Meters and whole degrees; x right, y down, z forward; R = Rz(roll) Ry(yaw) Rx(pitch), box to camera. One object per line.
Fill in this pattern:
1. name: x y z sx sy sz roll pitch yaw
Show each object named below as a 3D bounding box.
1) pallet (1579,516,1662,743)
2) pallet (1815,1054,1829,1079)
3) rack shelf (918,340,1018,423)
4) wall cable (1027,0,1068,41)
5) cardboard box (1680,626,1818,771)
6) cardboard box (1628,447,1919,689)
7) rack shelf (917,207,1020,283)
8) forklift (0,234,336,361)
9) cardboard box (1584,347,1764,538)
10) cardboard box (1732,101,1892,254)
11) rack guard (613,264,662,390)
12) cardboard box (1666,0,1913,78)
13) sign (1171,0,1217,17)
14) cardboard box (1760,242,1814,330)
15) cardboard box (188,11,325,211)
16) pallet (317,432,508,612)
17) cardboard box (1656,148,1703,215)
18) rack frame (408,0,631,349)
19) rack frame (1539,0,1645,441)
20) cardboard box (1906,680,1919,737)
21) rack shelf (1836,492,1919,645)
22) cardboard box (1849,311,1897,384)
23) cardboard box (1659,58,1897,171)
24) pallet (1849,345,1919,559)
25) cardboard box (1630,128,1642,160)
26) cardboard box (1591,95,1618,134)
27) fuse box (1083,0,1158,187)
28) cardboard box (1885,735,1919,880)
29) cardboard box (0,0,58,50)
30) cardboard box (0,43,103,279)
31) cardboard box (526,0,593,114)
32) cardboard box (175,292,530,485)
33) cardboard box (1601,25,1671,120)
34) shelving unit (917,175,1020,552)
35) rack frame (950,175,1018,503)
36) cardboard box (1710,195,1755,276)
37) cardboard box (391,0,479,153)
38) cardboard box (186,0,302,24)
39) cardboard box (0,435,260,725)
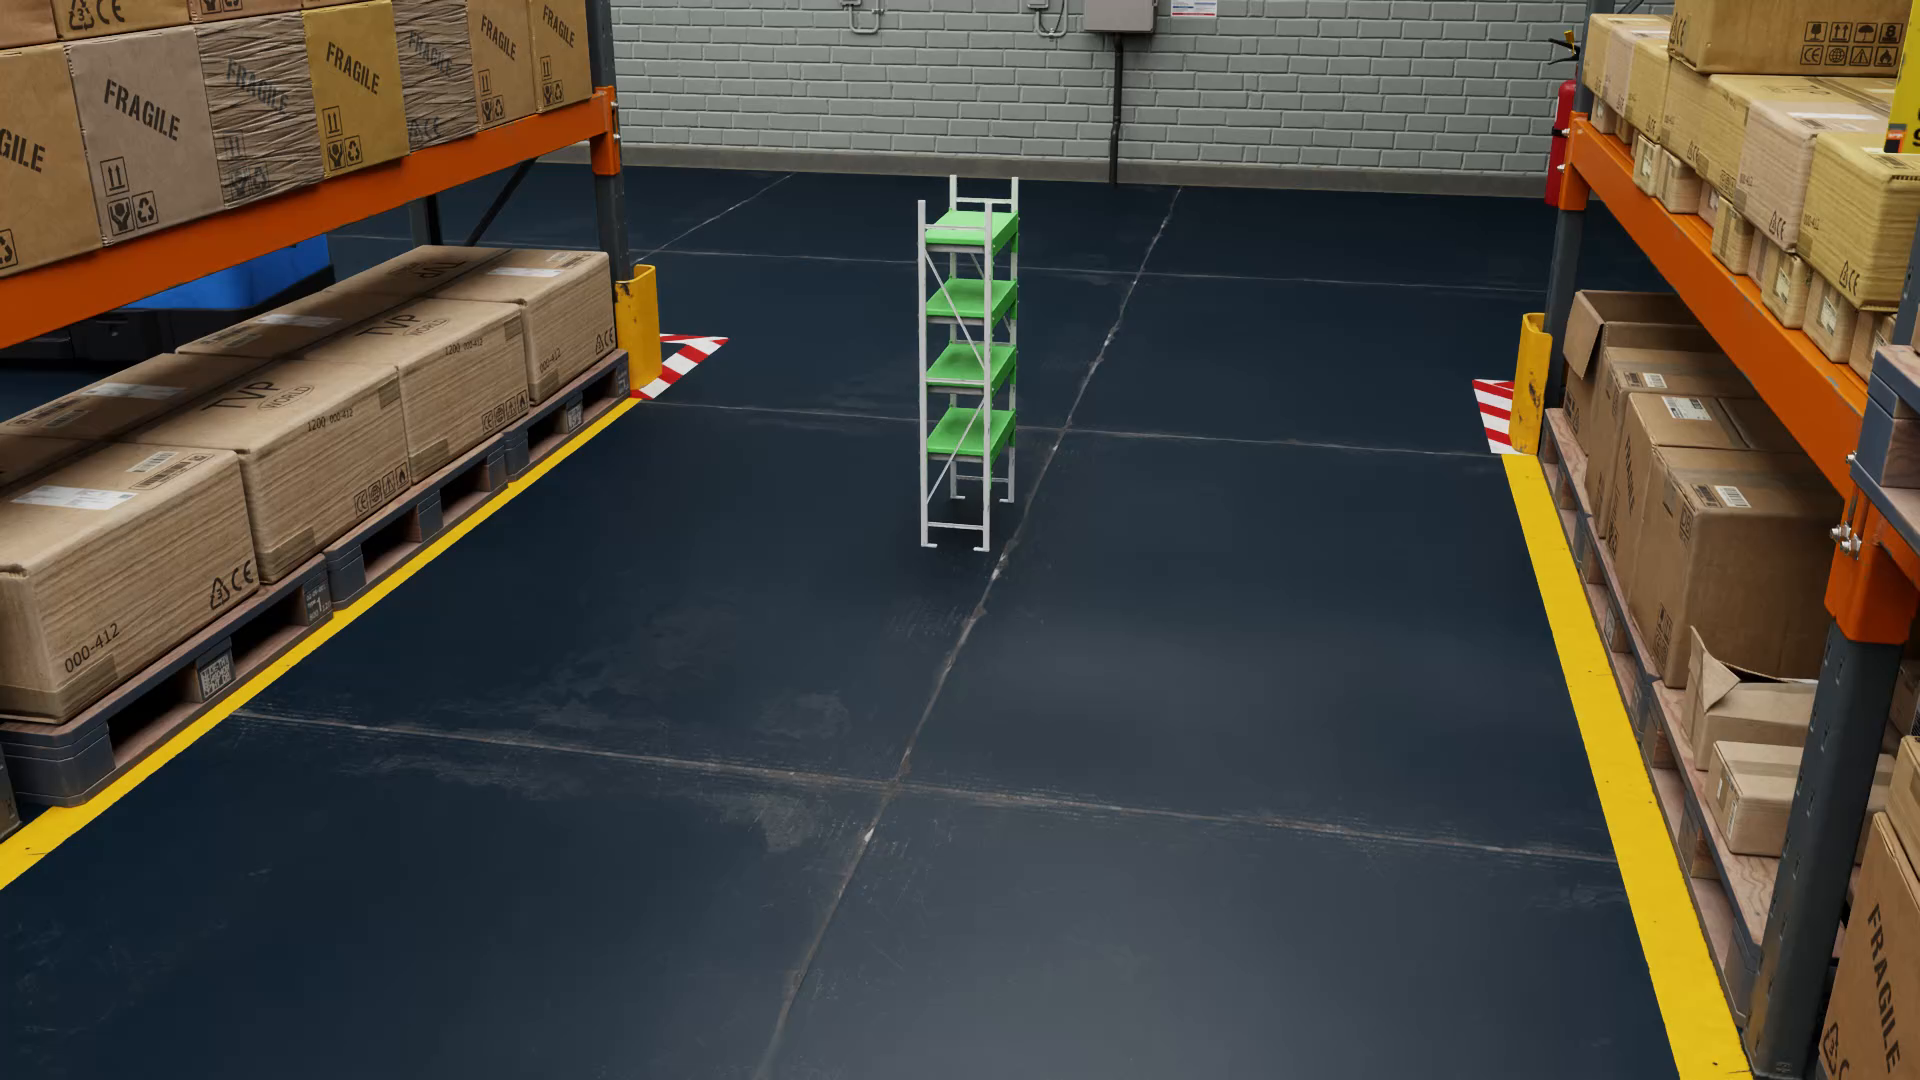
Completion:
1. pallet: 2.437 0.272 4.896 1.003 0.211 1.213 4 22 11
2. pallet: 1.920 1.271 2.415 1.003 0.211 1.213 4 22 11
3. rack shelf: 0.034 -0.558 5.804 0.258 0.148 0.480 4 22 11
4. wall cable: 0.524 -4.594 11.885 0.588 1.984 0.122 4 22 11
5. cardboard box: 1.948 0.394 3.958 0.396 0.266 0.258 5 23 13
6. cardboard box: 2.223 0.085 4.412 0.700 0.500 0.500 4 22 9
7. rack shelf: 0.034 -1.003 5.624 0.258 0.148 0.480 4 22 11
8. forklift: -4.755 -2.352 7.771 3.031 2.935 1.130 1 22 3
9. cardboard box: 2.435 -0.295 5.354 0.700 0.500 0.500 5 23 13
10. cardboard box: 2.002 -0.780 3.579 0.500 0.250 0.500 5 22 11
11. rack guard: -1.990 -1.012 7.697 1.175 0.500 0.348 4 22 11
12. cardboard box: 2.203 -1.508 4.381 0.500 0.500 0.500 5 22 12
13. sign: 1.685 -4.007 11.915 0.329 0.494 0.001 4 22 11
14. cardboard box: 1.928 -0.536 3.505 0.380 0.149 0.250 5 22 12
15. cardboard box: -2.245 -1.263 4.841 0.500 0.500 0.500 5 22 11
16. pallet: -2.333 -0.126 5.884 1.003 0.211 1.213 4 22 11
17. cardboard box: 2.184 -1.005 4.669 0.380 0.149 0.250 5 22 12
18. rack frame: -1.995 -2.163 7.208 1.000 3.000 0.127 4 22 11
19. rack frame: 2.865 -1.786 6.272 1.000 3.000 0.127 4 22 11
20. cardboard box: 2.415 0.506 3.619 0.500 0.311 0.500 5 23 13
21. rack shelf: 1.641 0.742 0.958 1.077 0.370 4.000 4 22 11
22. cardboard box: 1.867 -0.342 3.024 0.380 0.149 0.250 5 22 12
23. cardboard box: 2.222 -1.150 4.496 0.500 0.250 0.500 4 22 10
24. pallet: 1.779 0.050 1.971 1.003 0.211 1.213 4 22 11
25. cardboard box: 2.392 -1.287 5.370 0.380 0.149 0.250 5 23 13
26. cardboard box: 2.529 -1.570 6.073 0.380 0.149 0.250 4 22 11
27. fuse box: 1.160 -3.416 12.044 0.539 1.711 0.414 4 22 11
28. cardboard box: 1.715 0.452 2.632 0.380 0.149 0.250 6 23 13
29. cardboard box: -2.477 -1.366 3.757 0.500 0.500 0.500 5 22 11
30. cardboard box: -2.459 -0.898 3.934 0.500 0.500 0.500 5 23 13
31. cardboard box: -1.834 -2.012 6.702 0.500 0.500 0.500 5 22 11
32. cardboard box: -2.210 -0.585 6.158 0.875 0.438 0.875 5 22 12
33. cardboard box: 2.406 -1.524 5.426 0.500 0.250 0.500 5 22 11
34. shelving unit: 0.034 -0.617 5.780 0.258 1.200 0.503 4 22 11
35. rack frame: 0.084 -0.706 6.001 0.240 1.200 0.015 4 22 11
36. cardboard box: 2.033 -0.725 3.976 0.380 0.149 0.250 4 22 10
37. cardboard box: -2.047 -1.641 5.780 0.500 0.500 0.500 5 22 12
38. cardboard box: -2.252 -1.736 4.678 0.500 0.500 0.500 5 22 12
39. cardboard box: -2.578 0.072 4.526 0.875 0.438 0.875 4 22 10
